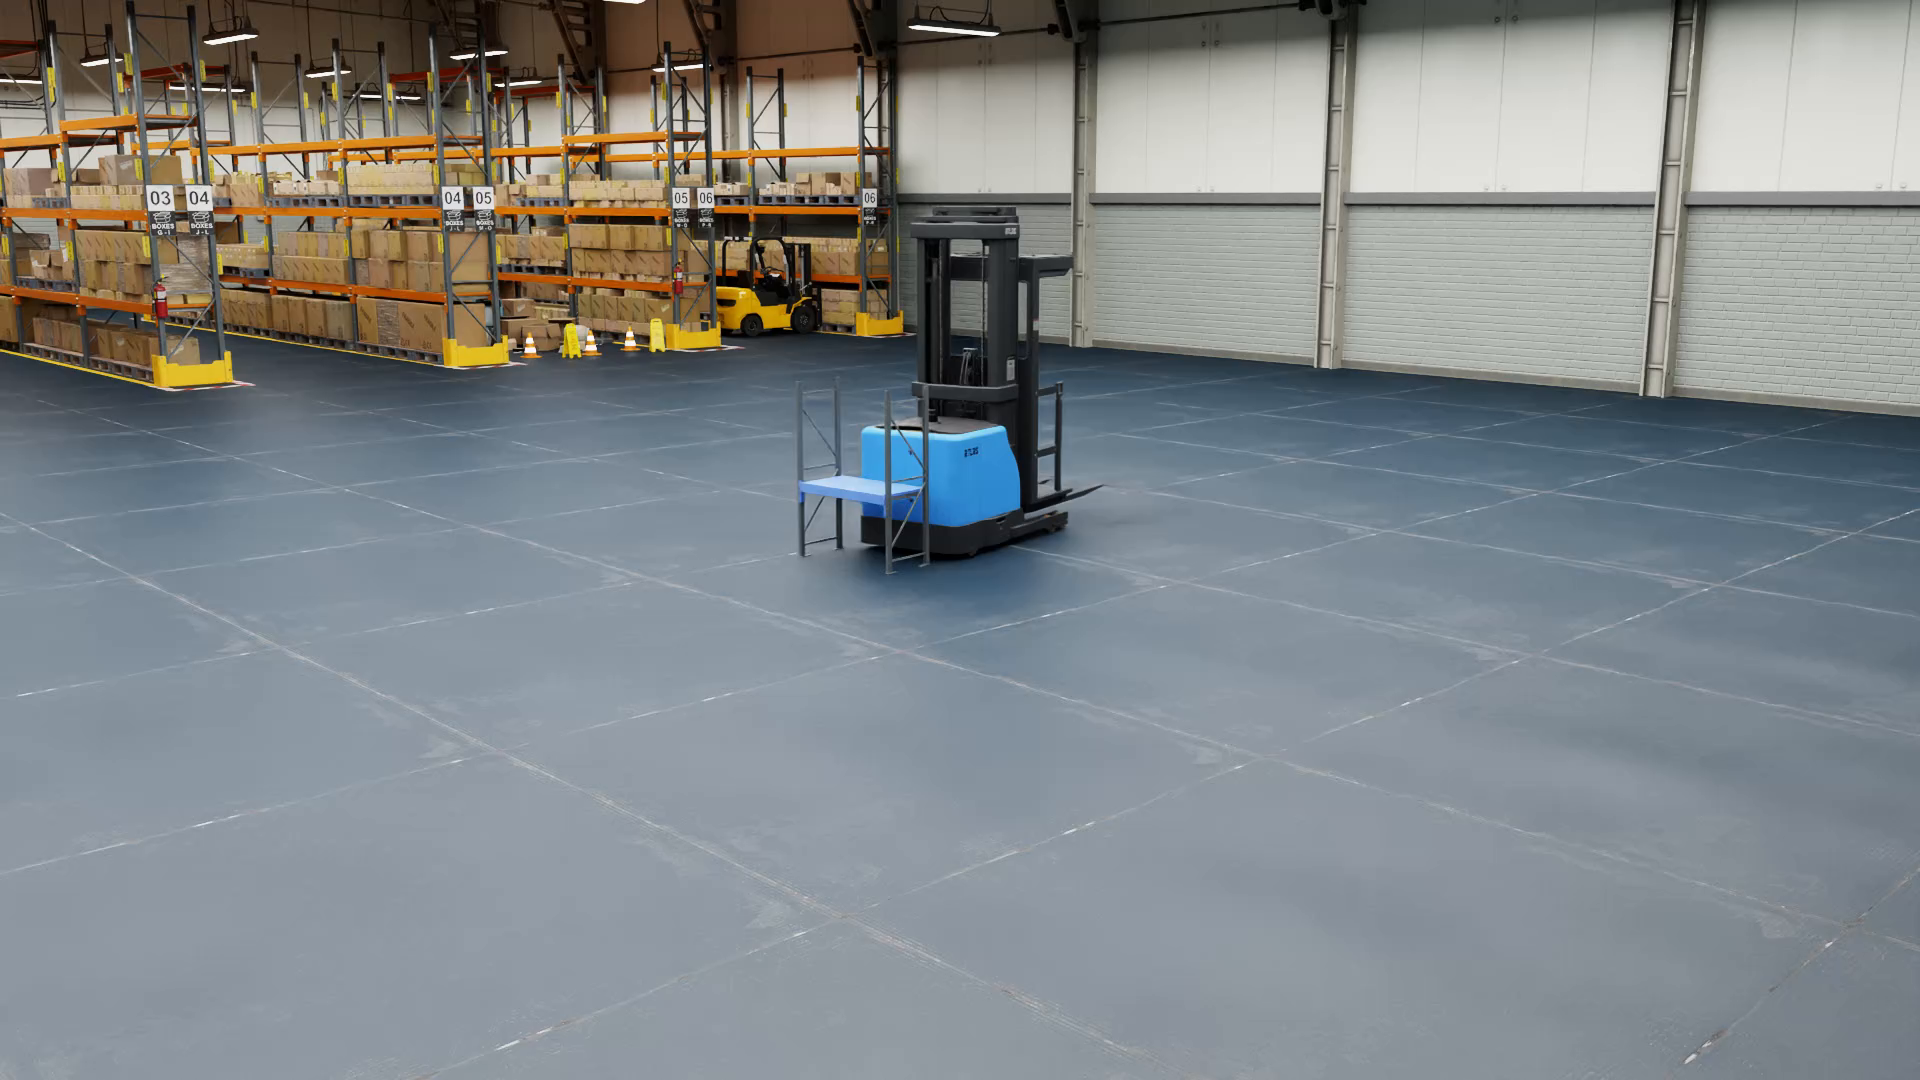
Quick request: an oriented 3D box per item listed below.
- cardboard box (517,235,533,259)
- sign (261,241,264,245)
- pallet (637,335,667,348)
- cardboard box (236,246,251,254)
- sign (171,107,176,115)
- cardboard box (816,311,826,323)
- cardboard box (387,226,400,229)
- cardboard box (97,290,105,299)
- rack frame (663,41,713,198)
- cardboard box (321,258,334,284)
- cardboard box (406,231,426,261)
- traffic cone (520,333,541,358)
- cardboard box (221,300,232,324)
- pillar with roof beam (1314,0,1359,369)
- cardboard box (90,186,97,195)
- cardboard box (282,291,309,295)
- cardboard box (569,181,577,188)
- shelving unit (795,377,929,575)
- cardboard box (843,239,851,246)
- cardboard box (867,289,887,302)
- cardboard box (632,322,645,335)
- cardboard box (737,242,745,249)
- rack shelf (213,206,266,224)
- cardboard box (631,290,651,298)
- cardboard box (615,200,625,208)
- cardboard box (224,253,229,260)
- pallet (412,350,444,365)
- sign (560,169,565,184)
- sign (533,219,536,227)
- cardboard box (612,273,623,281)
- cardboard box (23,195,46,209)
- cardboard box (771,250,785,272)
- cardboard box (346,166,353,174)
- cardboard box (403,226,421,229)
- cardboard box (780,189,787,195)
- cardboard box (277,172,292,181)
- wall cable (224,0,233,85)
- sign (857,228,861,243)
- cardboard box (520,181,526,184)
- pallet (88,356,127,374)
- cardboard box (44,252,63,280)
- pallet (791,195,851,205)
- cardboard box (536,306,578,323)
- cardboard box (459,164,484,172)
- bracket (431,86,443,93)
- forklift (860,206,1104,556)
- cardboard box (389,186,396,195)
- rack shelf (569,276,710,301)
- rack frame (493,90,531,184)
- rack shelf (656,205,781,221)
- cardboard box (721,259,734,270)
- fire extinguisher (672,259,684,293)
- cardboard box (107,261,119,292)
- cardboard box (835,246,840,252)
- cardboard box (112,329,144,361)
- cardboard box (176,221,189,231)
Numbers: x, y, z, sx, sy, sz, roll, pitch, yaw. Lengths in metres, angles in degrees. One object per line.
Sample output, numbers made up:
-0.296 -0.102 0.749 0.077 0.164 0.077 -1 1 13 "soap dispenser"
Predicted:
-9.709 -6.659 37.771 0.500 0.500 0.500 11 16 43 "cardboard box"
-20.441 -8.704 49.054 0.327 0.218 0.001 -11 16 -43 "sign"
-5.992 -4.183 34.692 1.003 0.211 1.213 -11 16 -43 "pallet"
-15.649 -6.373 36.517 0.380 0.149 0.250 -10 15 -41 "cardboard box"
-19.548 -10.593 41.317 0.100 0.325 0.005 -11 16 -43 "sign"
-3.045 -5.138 38.191 0.500 0.250 0.500 -11 16 -42 "cardboard box"
-14.216 -7.735 42.295 0.500 0.500 0.500 -11 16 -43 "cardboard box"
-14.724 -4.272 28.838 0.380 0.149 0.250 -11 16 -43 "cardboard box"
-5.404 -8.353 33.152 1.000 3.000 0.127 -11 16 -43 "rack frame"
-12.579 -5.455 33.708 0.500 0.500 0.500 -11 16 -43 "cardboard box"
-9.877 -5.540 31.319 0.875 0.550 0.550 -11 16 -43 "cardboard box"
-8.254 -3.743 31.931 0.336 0.463 0.334 -11 16 -43 "traffic cone"
-16.516 -5.221 37.972 0.500 0.500 0.500 -10 15 -40 "cardboard box"
3.528 -6.921 26.203 9.100 9.000 0.548 -11 16 -43 "pillar with roof beam"
-14.606 -5.965 28.380 0.380 0.149 0.250 -11 16 -44 "cardboard box"
-14.740 -5.360 36.791 0.500 0.250 0.500 11 16 43 "cardboard box"
-8.185 -7.643 35.789 0.380 0.149 0.250 -11 16 -44 "cardboard box"
-0.816 -0.558 13.902 1.048 1.500 0.538 10 15 40 "shelving unit"
-2.409 -6.673 37.277 0.380 0.149 0.250 -11 16 -42 "cardboard box"
-2.011 -5.552 37.720 0.500 0.250 0.500 -11 16 -43 "cardboard box"
-6.509 -4.430 34.756 0.500 0.250 0.500 -11 16 -42 "cardboard box"
-5.167 -7.111 40.138 0.380 0.149 0.250 -11 16 -43 "cardboard box"
-15.820 -7.286 37.192 1.077 0.370 4.000 -11 16 -43 "rack shelf"
-6.619 -5.120 34.638 0.380 0.149 0.250 -11 16 -42 "cardboard box"
-6.945 -6.991 34.602 0.380 0.149 0.250 -11 16 -43 "cardboard box"
-16.180 -6.340 37.095 0.380 0.149 0.250 -11 16 -44 "cardboard box"
-9.523 -3.450 31.133 1.003 0.211 1.213 -11 16 -43 "pallet"
-8.565 -7.835 35.819 0.100 0.325 0.005 -11 16 -43 "sign"
-12.451 -9.238 48.664 0.100 0.325 0.005 -11 16 -43 "sign"
-7.110 -5.563 35.104 0.380 0.149 0.250 -11 16 -43 "cardboard box"
-17.239 -6.344 31.208 0.500 0.250 0.500 -10 16 -41 "cardboard box"
-4.089 -6.564 39.092 0.500 0.500 0.500 -11 16 -42 "cardboard box"
-11.671 -7.184 32.273 0.380 0.149 0.250 -11 16 -42 "cardboard box"
-13.595 -7.600 41.641 0.500 0.500 0.500 -11 16 -42 "cardboard box"
-3.958 -8.071 38.554 0.380 0.149 0.250 -10 15 -41 "cardboard box"
-14.875 -7.943 36.453 0.396 0.266 0.258 -11 16 -43 "cardboard box"
-21.703 -14.201 46.671 2.355 3.000 0.029 -11 16 -43 "wall cable"
-2.218 -6.716 36.620 0.100 0.325 0.005 -11 16 -43 "sign"
-12.047 -9.980 46.880 0.500 0.250 0.500 -11 16 -43 "cardboard box"
-14.844 -3.158 29.718 1.003 0.211 1.213 -11 16 -43 "pallet"
-16.598 -5.113 31.001 0.797 0.503 0.637 -9 15 -37 "cardboard box"
-3.133 -7.817 38.207 1.003 0.211 1.213 -11 16 -43 "pallet"
-9.029 -5.097 37.691 0.950 0.372 0.625 -10 15 -39 "cardboard box"
-8.914 -6.794 30.379 0.380 0.149 0.250 -11 16 -42 "cardboard box"
-16.256 -14.019 51.735 0.235 0.232 0.430 -11 16 -43 "bracket"
0.342 -1.549 15.164 1.130 2.935 3.031 7 14 31 "forklift"
-10.442 -6.534 31.095 0.380 0.149 0.250 -11 16 -42 "cardboard box"
-6.785 -5.354 35.247 1.077 0.370 4.000 -11 16 -43 "rack shelf"
-12.866 -11.380 47.846 1.000 3.000 0.127 -11 16 -43 "rack frame"
-5.960 -8.099 41.138 1.077 0.370 4.000 -11 16 -43 "rack shelf"
-5.467 -6.727 40.499 0.500 0.250 0.500 -11 16 -43 "cardboard box"
-5.658 -5.295 33.373 0.296 0.674 0.183 -11 16 -43 "fire extinguisher"
-14.014 -4.522 28.441 0.875 0.500 0.500 -11 16 -43 "cardboard box"
-2.591 -6.564 37.484 0.380 0.149 0.250 -11 16 -42 "cardboard box"
-14.685 -3.452 29.387 0.500 0.500 0.500 -5 13 -25 "cardboard box"
-18.425 -7.328 39.582 0.500 0.500 0.500 -10 16 -41 "cardboard box"
